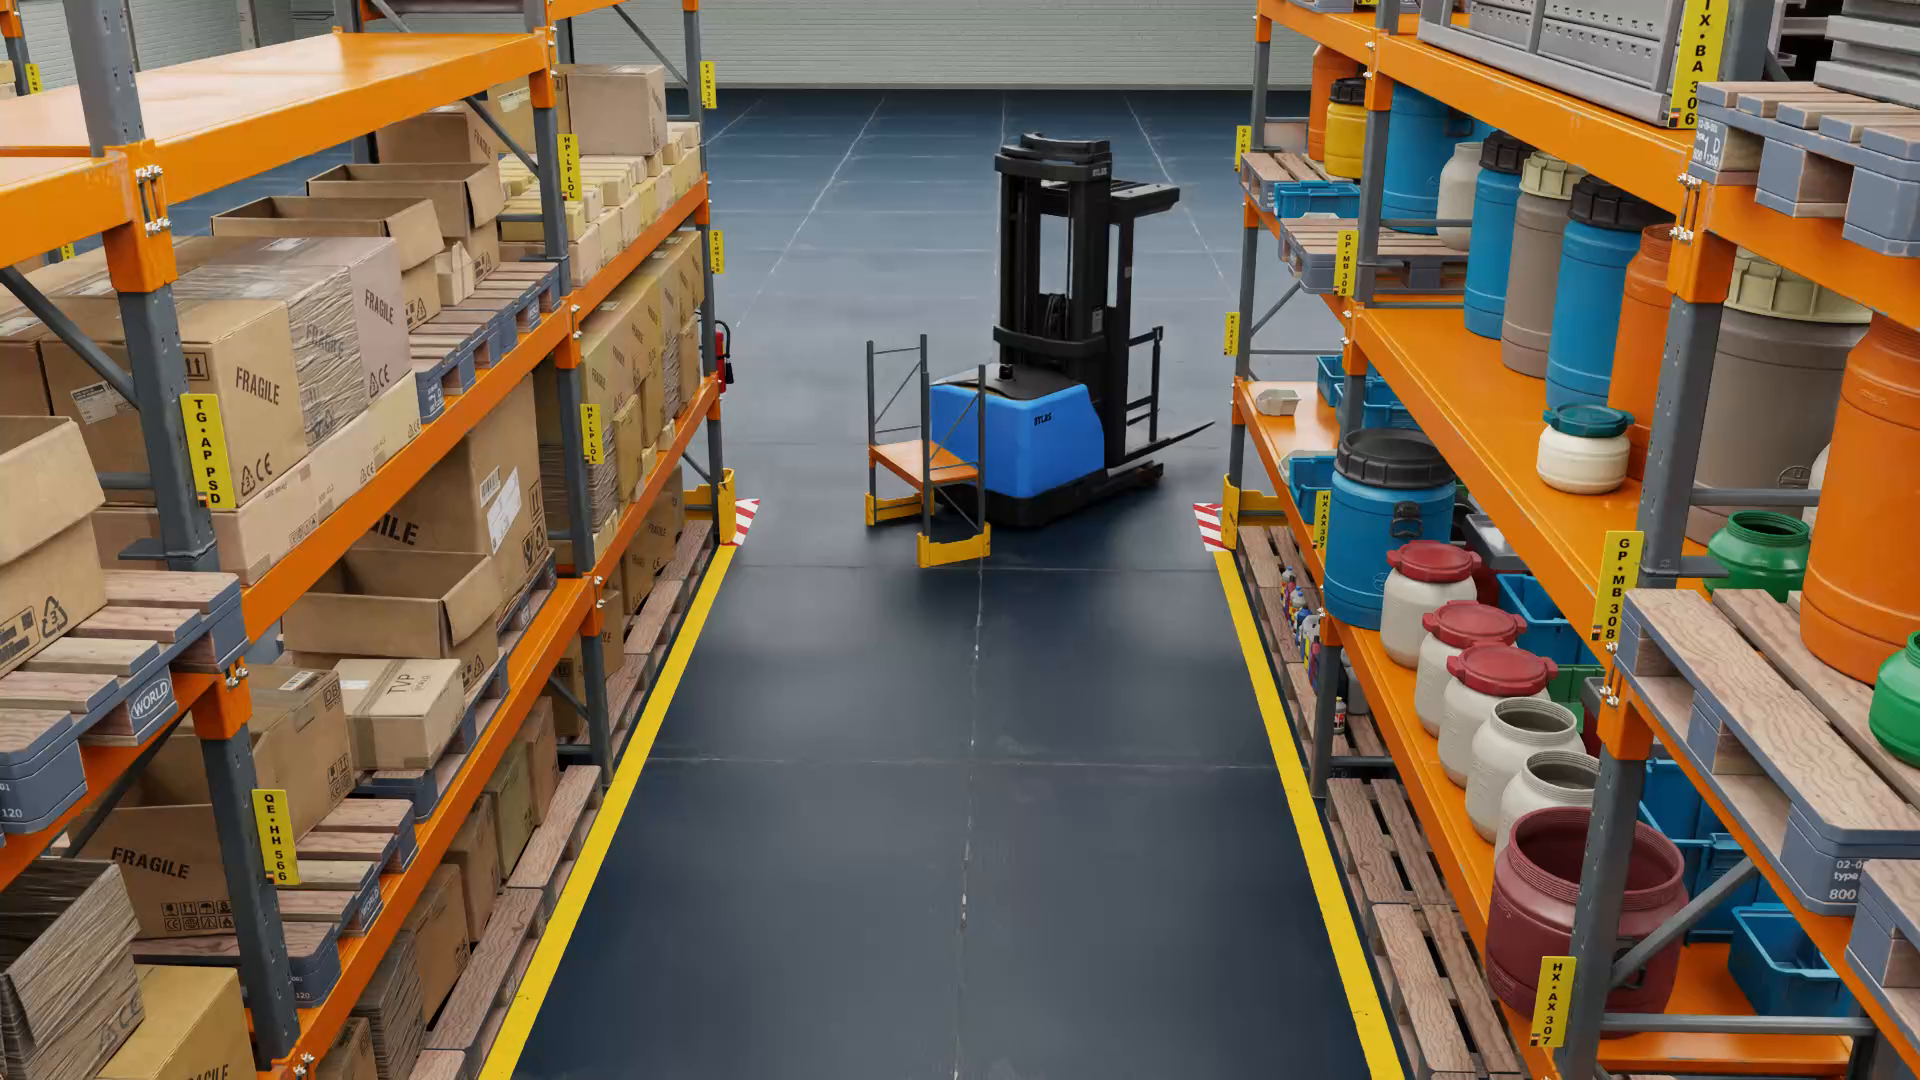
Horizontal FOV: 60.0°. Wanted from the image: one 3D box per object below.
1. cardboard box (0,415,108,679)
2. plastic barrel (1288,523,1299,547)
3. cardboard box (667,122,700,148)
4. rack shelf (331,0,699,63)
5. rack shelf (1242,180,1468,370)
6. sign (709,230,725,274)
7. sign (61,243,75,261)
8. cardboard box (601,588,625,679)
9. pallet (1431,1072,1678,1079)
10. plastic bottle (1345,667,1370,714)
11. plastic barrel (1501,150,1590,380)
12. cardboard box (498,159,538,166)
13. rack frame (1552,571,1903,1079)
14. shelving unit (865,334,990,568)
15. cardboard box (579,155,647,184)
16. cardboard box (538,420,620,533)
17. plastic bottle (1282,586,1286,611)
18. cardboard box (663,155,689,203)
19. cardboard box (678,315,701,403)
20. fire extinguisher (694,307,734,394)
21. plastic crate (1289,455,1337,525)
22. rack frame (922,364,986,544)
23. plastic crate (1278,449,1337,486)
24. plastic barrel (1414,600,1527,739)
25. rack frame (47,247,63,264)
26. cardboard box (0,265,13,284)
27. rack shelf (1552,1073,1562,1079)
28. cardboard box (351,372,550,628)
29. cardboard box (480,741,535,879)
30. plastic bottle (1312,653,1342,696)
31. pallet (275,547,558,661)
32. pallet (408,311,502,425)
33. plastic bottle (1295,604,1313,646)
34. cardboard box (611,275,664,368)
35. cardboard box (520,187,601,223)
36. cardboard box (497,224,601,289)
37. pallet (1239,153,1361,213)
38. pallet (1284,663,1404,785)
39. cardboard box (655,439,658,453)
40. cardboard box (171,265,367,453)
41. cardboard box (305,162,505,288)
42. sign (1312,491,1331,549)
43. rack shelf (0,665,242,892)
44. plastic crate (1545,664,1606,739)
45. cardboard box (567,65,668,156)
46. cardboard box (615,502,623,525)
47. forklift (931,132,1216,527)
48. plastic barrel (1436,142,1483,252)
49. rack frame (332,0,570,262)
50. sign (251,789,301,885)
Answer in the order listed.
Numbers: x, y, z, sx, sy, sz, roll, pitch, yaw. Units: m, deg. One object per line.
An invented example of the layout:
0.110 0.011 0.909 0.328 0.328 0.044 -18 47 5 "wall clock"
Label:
-2.550 0.006 3.996 0.797 0.503 0.637 2 21 5 "cardboard box"
2.647 -0.208 12.277 0.421 0.512 0.421 0 21 0 "plastic barrel"
-2.056 -2.876 11.804 0.380 0.149 0.250 1 21 2 "cardboard box"
-2.421 -3.202 9.841 1.077 0.370 4.000 1 21 2 "rack shelf"
2.530 -1.751 10.242 1.077 0.370 4.000 1 21 2 "rack shelf"
-1.806 -2.139 12.358 0.100 0.325 0.005 1 21 2 "sign"
-6.772 -2.196 12.613 0.100 0.325 0.005 1 21 2 "sign"
-2.419 0.599 10.213 0.500 0.500 0.500 8 22 19 "cardboard box"
2.410 2.502 6.289 1.003 0.211 1.213 1 21 2 "pallet"
2.345 0.831 9.795 0.144 0.351 0.185 1 21 2 "plastic bottle"
2.651 -1.174 7.068 0.600 0.901 0.600 0 21 0 "plastic barrel"
-2.629 -2.227 10.132 0.380 0.149 0.250 0 21 0 "cardboard box"
2.348 1.482 5.064 1.000 3.000 0.127 1 21 2 "rack frame"
-0.264 -0.710 12.786 0.587 1.500 1.083 -10 23 -24 "shelving unit"
-2.158 -2.307 10.338 0.380 0.149 0.250 0 21 -1 "cardboard box"
-2.406 -0.366 9.277 0.875 0.500 0.500 1 21 2 "cardboard box"
2.221 0.378 11.168 0.097 0.201 0.097 0 21 0 "plastic bottle"
-2.133 -2.436 11.222 0.500 0.250 0.500 1 21 2 "cardboard box"
-2.299 -1.270 11.606 0.875 0.500 0.500 1 21 2 "cardboard box"
-1.896 -1.466 12.767 0.296 0.674 0.183 1 21 2 "fire extinguisher"
2.232 -0.298 9.857 0.499 0.251 0.616 1 21 2 "plastic crate"
-0.043 -0.548 12.369 0.500 1.500 0.032 -10 23 -24 "rack frame"
2.266 -0.432 10.359 0.530 0.136 0.437 1 21 2 "plastic crate"
2.199 0.581 7.198 0.433 0.535 0.433 0 21 0 "plastic barrel"
-7.314 -1.557 12.894 1.000 3.000 0.127 1 21 2 "rack frame"
-7.289 -1.796 11.812 0.875 0.550 0.550 1 21 2 "cardboard box"
2.287 2.540 3.330 1.077 0.370 4.000 1 21 2 "rack shelf"
-2.645 -0.209 8.011 1.000 1.000 1.000 1 21 2 "cardboard box"
-2.555 1.335 8.289 0.700 0.500 0.500 1 21 1 "cardboard box"
2.207 0.760 9.978 0.144 0.351 0.185 0 21 -1 "plastic bottle"
-2.650 0.345 8.258 1.003 0.211 1.213 1 21 2 "pallet"
-2.635 -0.733 6.884 1.213 0.211 1.003 1 21 2 "pallet"
2.205 0.541 10.650 0.097 0.271 0.097 0 21 0 "plastic bottle"
-2.180 -1.373 10.489 0.500 0.500 0.500 1 21 2 "cardboard box"
-2.194 -1.843 9.141 0.380 0.149 0.250 1 21 2 "cardboard box"
-2.212 -1.508 8.828 0.500 0.250 0.500 0 21 0 "cardboard box"
2.468 -2.423 11.242 1.003 0.211 1.213 1 21 2 "pallet"
2.531 1.093 9.920 1.003 0.211 1.213 1 21 2 "pallet"
-2.180 -0.610 10.801 0.380 0.149 0.250 1 21 2 "cardboard box"
-2.313 -0.601 5.456 0.500 0.500 0.500 1 21 2 "cardboard box"
-2.595 -1.493 7.859 0.797 0.503 0.637 0 21 -1 "cardboard box"
1.920 -0.104 8.767 0.100 0.325 0.005 1 21 2 "sign"
-2.664 1.087 2.928 1.077 0.370 4.000 1 21 2 "rack shelf"
2.698 0.767 7.199 0.450 0.188 0.662 1 21 2 "plastic crate"
-2.154 -2.719 10.502 0.500 0.500 0.500 1 21 2 "cardboard box"
-2.174 -0.157 9.635 0.380 0.149 0.250 1 21 2 "cardboard box"
1.100 -1.921 13.929 1.130 2.935 3.031 17 27 38 "forklift"
2.679 -1.765 8.548 0.421 0.512 0.421 0 21 0 "plastic barrel"
-2.481 -2.816 7.846 1.000 3.000 0.127 1 21 2 "rack frame"
-2.048 0.892 4.982 0.100 0.325 0.005 1 21 2 "sign"
